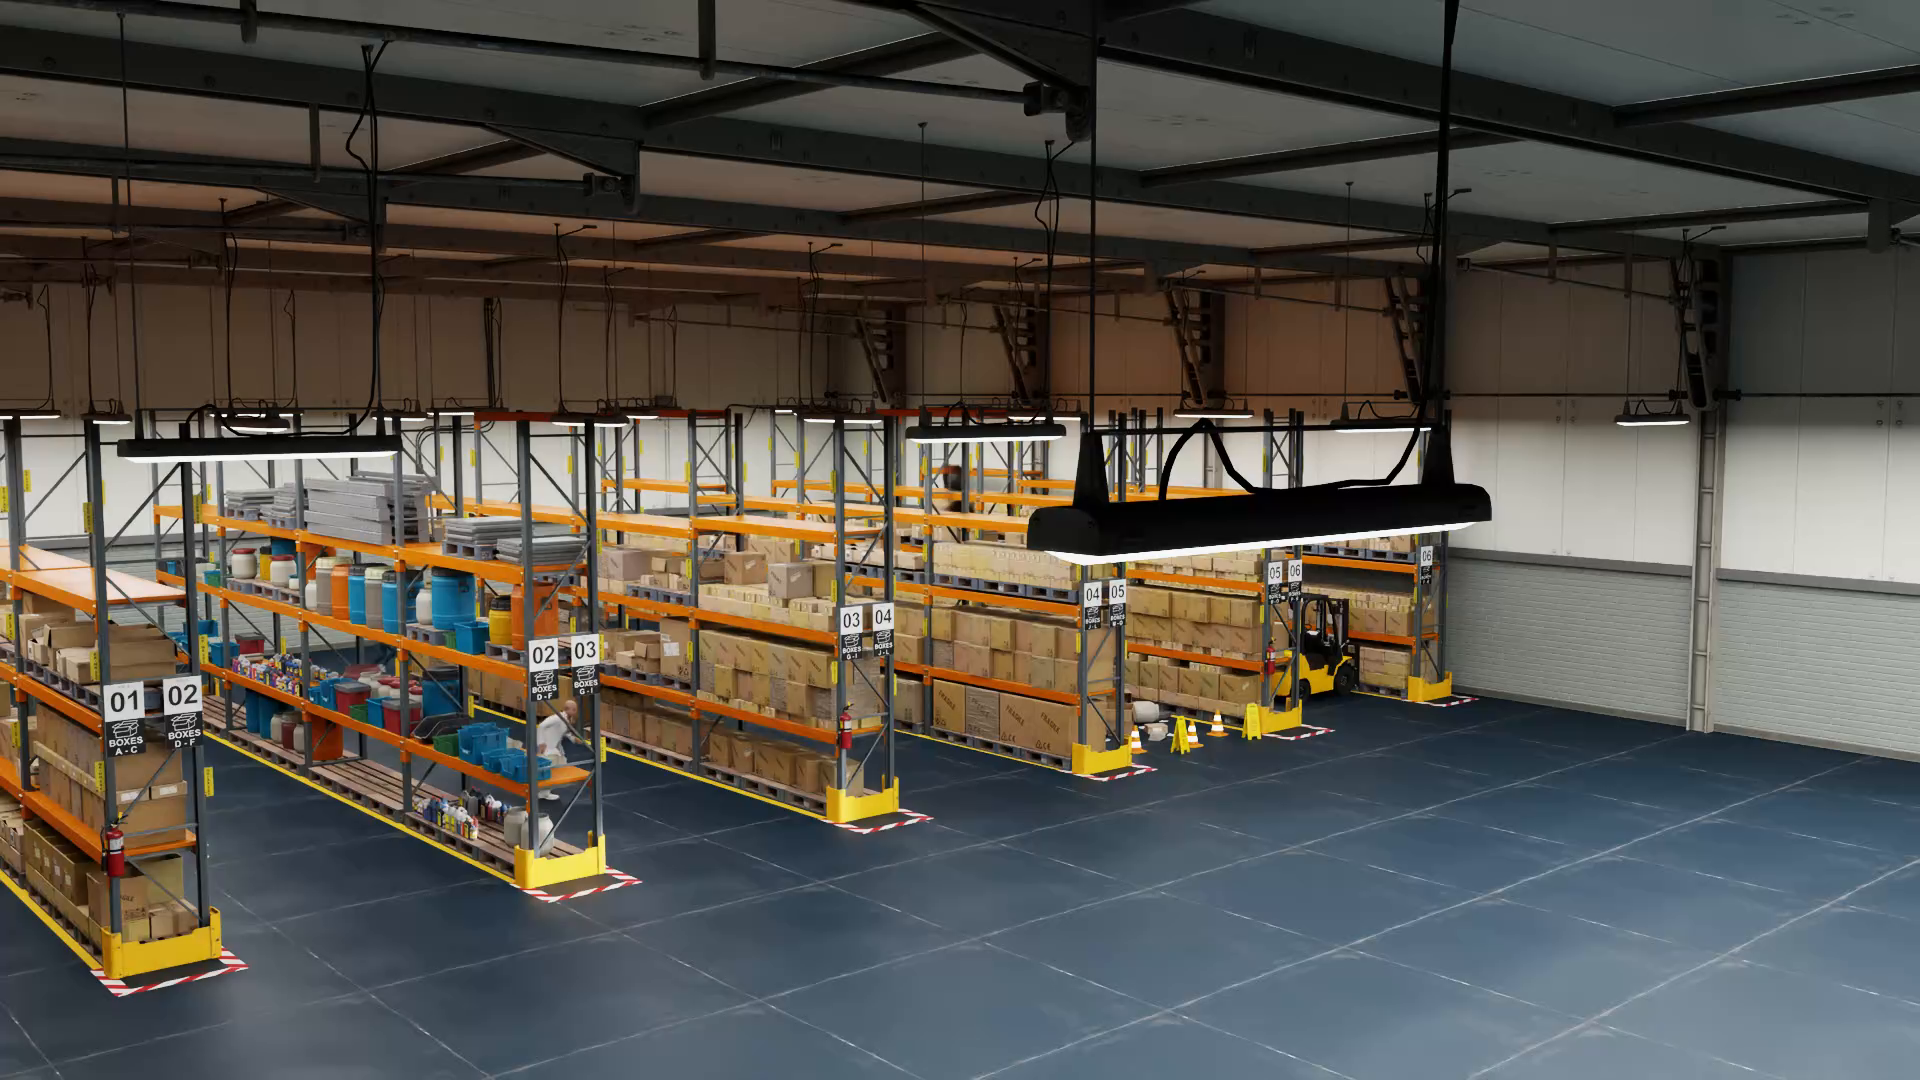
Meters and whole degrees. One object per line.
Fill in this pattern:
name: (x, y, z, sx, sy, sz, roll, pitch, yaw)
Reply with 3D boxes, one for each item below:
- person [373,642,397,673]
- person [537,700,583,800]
person: (-13.005, 2.261, 37.687, 0.759, 1.514, 0.548, -1, 5, -14)
person: (-6.318, 3.276, 25.840, 0.878, 1.594, 0.742, 1, 5, 14)
